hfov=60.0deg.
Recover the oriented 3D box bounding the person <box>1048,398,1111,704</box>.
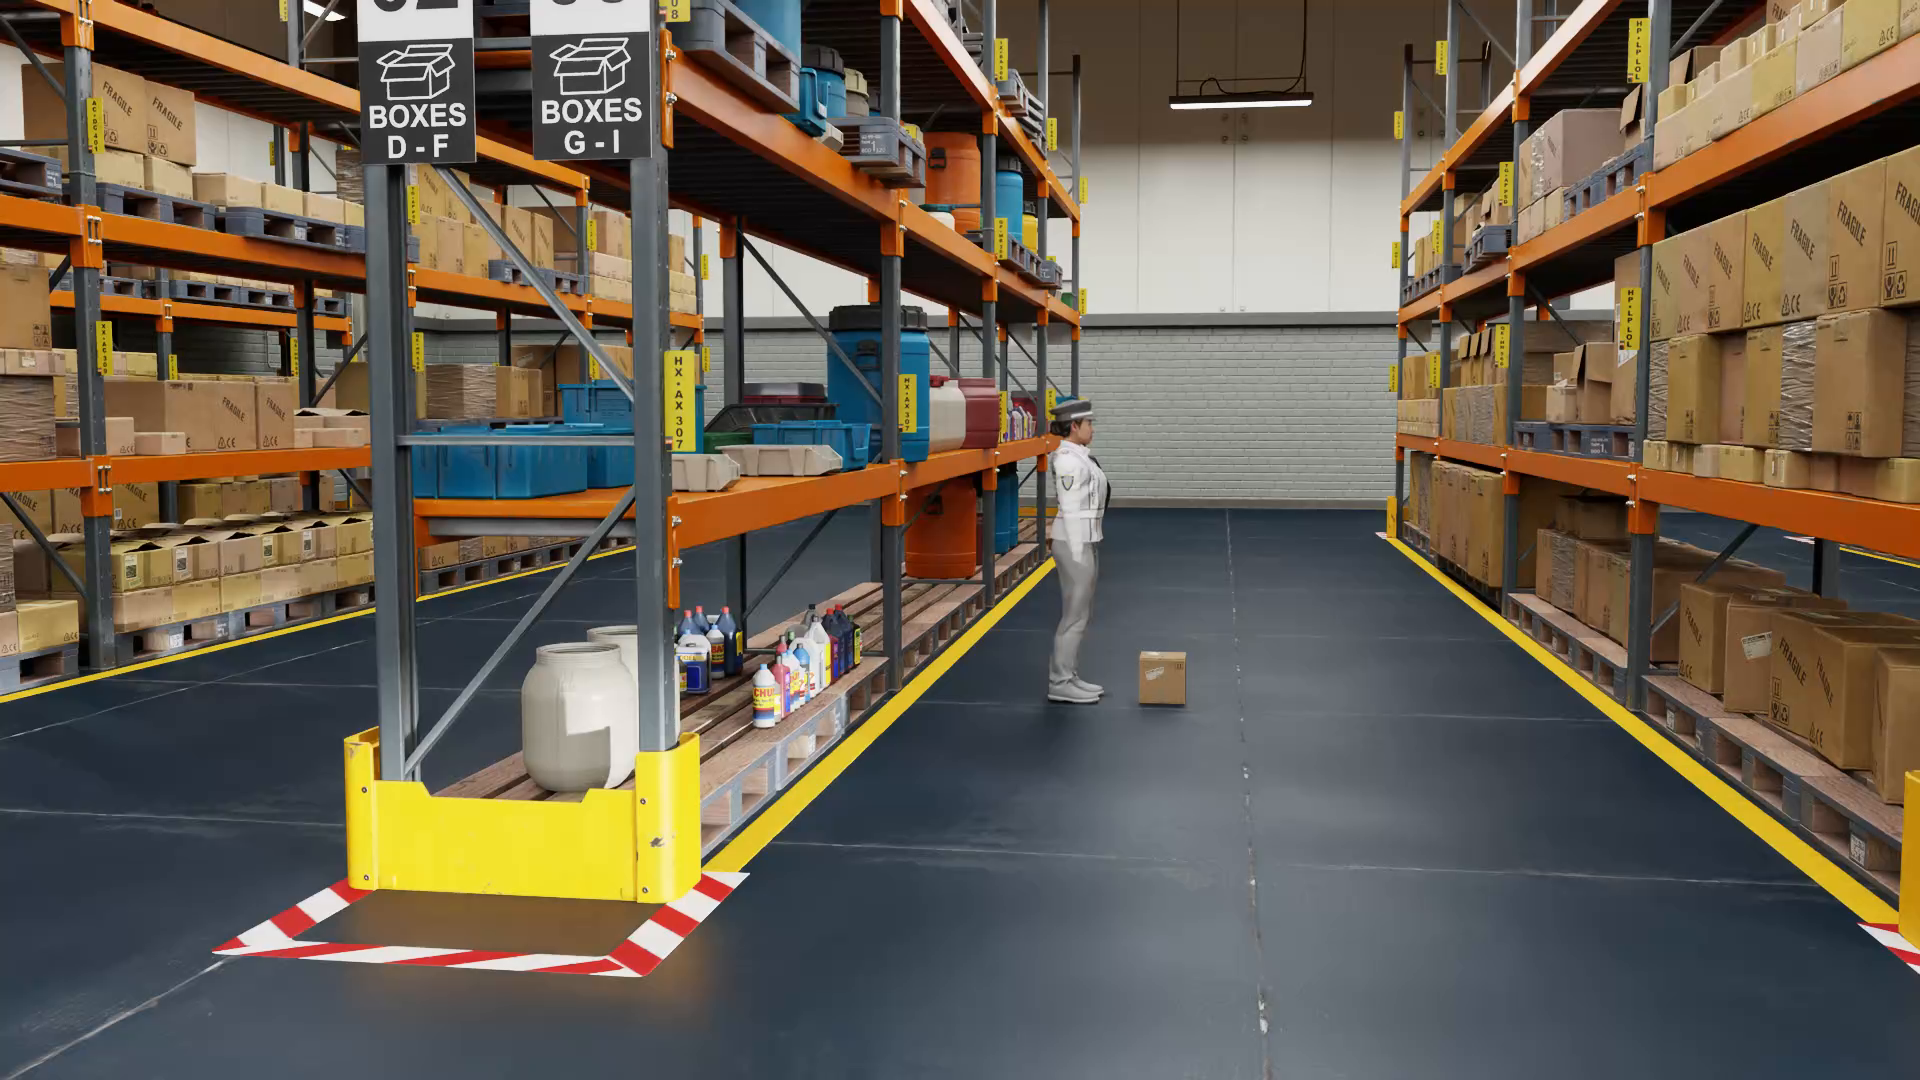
[{"bbox_3d":[0.657,0.049,9.233,0.337,1.676,0.466,1,5,10],"label":"person"}]
